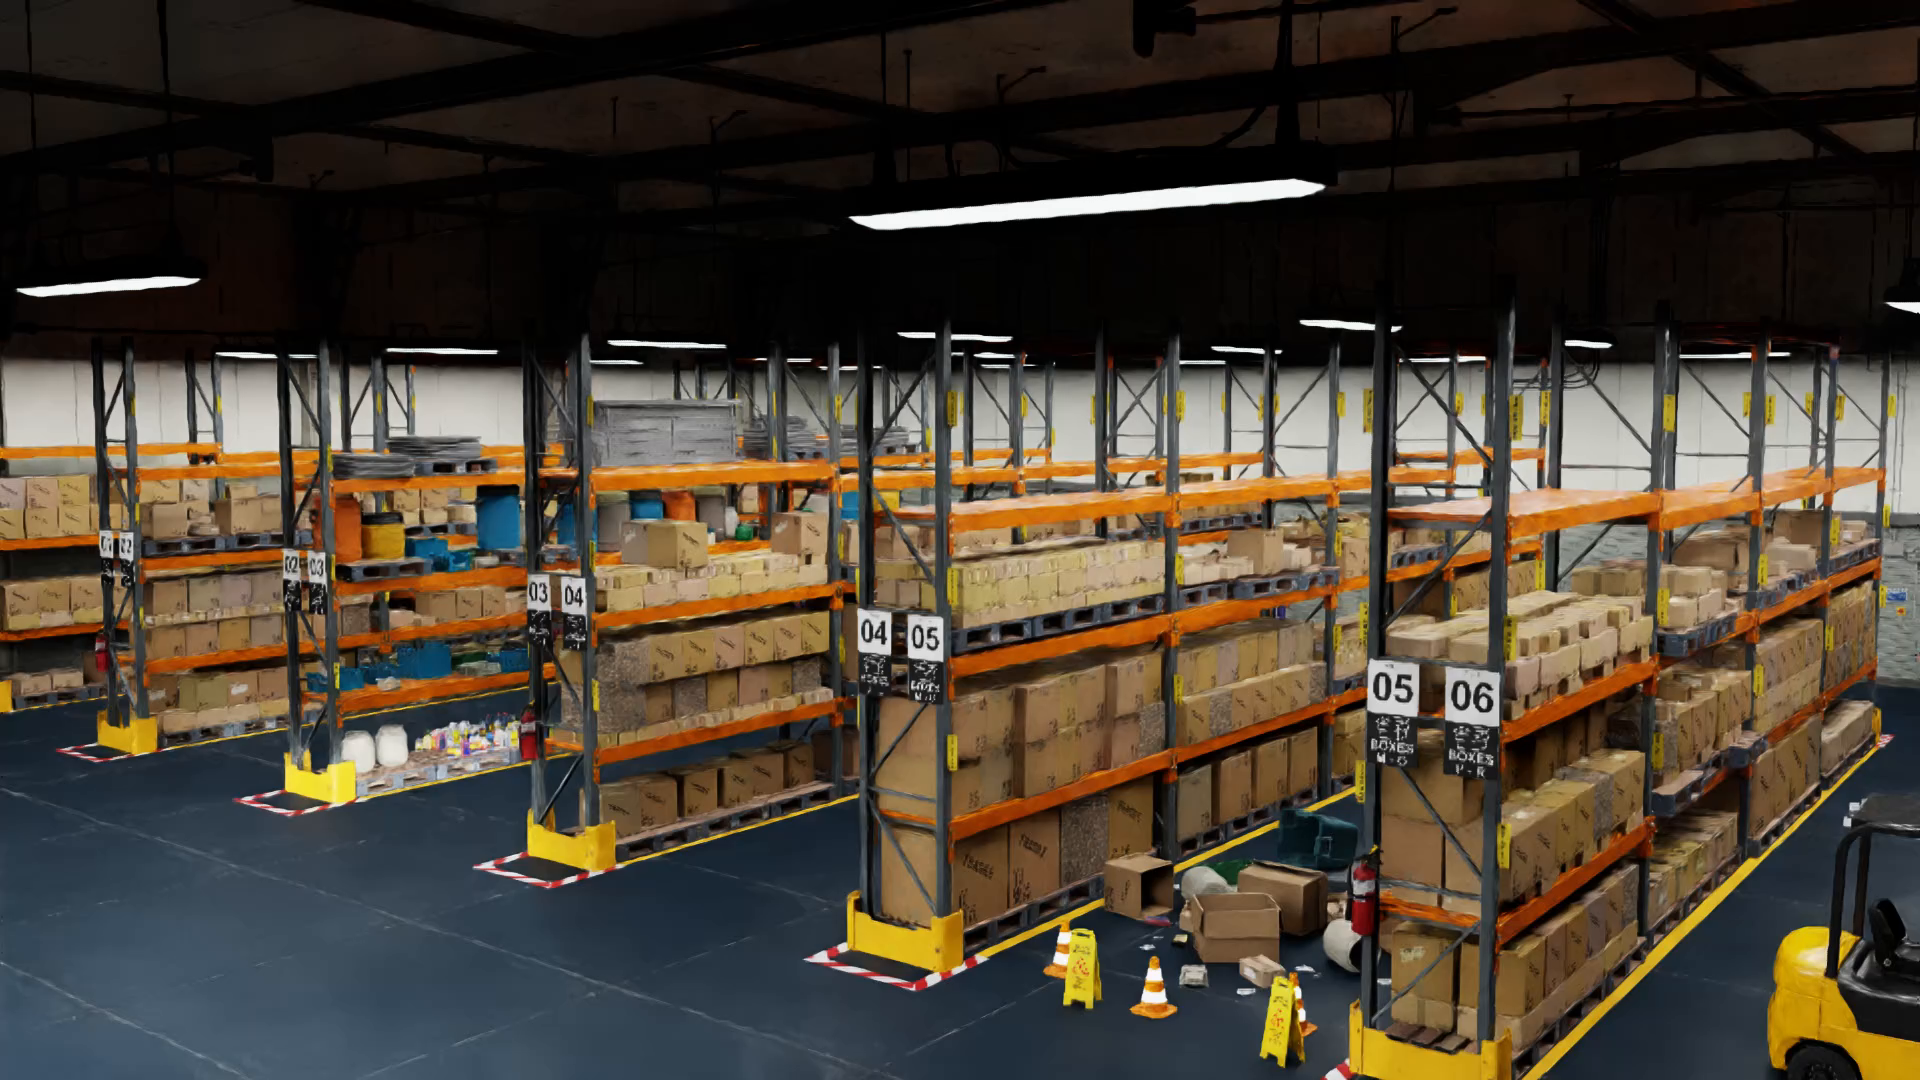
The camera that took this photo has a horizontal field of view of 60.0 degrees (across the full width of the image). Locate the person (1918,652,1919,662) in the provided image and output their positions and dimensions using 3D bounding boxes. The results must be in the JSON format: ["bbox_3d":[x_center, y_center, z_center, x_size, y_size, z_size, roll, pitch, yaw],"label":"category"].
[{"bbox_3d":[16.265,1.898,27.657,0.530,1.798,0.648,0,5,0],"label":"person"}]

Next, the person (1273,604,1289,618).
[{"bbox_3d":[6.606,1.347,34.789,0.520,1.597,0.940,1,5,15],"label":"person"}]
